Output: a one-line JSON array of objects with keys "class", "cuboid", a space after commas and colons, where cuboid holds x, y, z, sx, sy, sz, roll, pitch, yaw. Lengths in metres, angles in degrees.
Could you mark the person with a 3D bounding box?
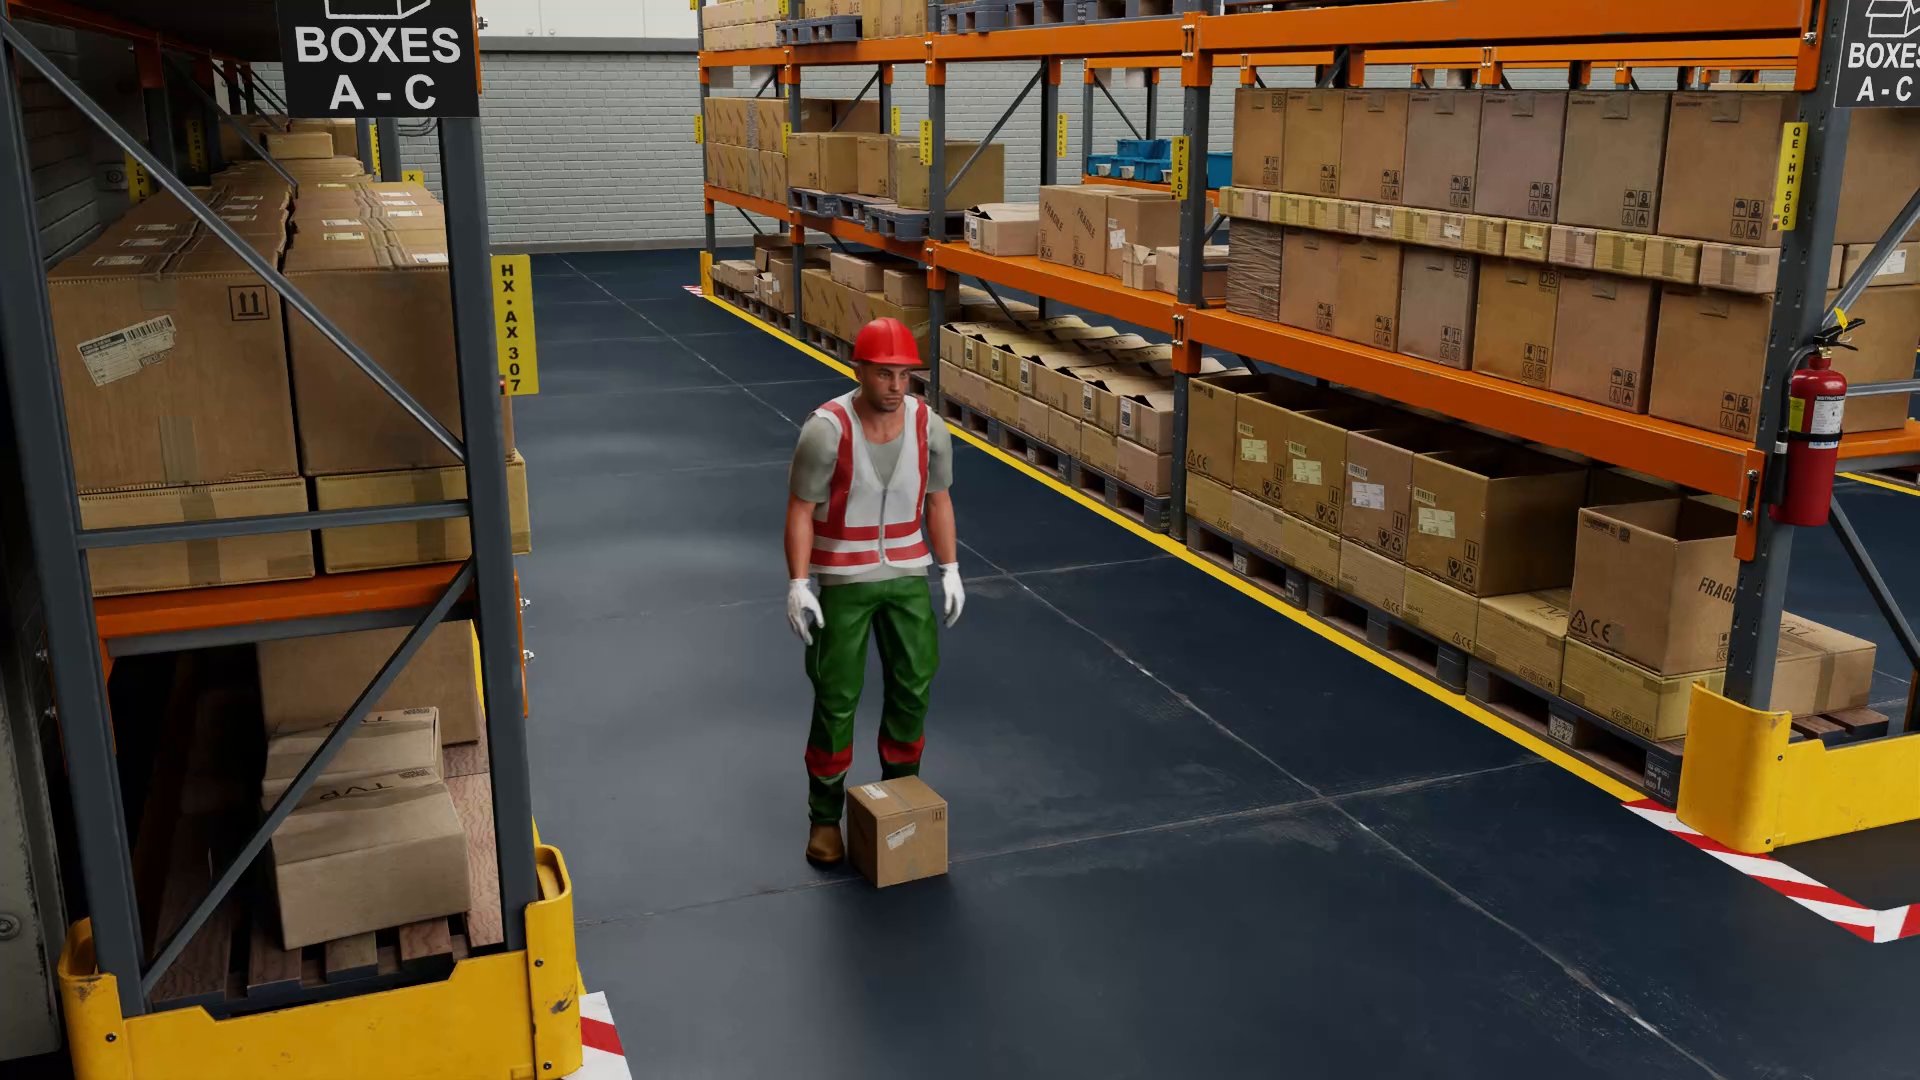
[{"class": "person", "cuboid": [-0.275, 0.155, 5.433, 0.620, 1.779, 0.454, -6, 17, -21]}]
